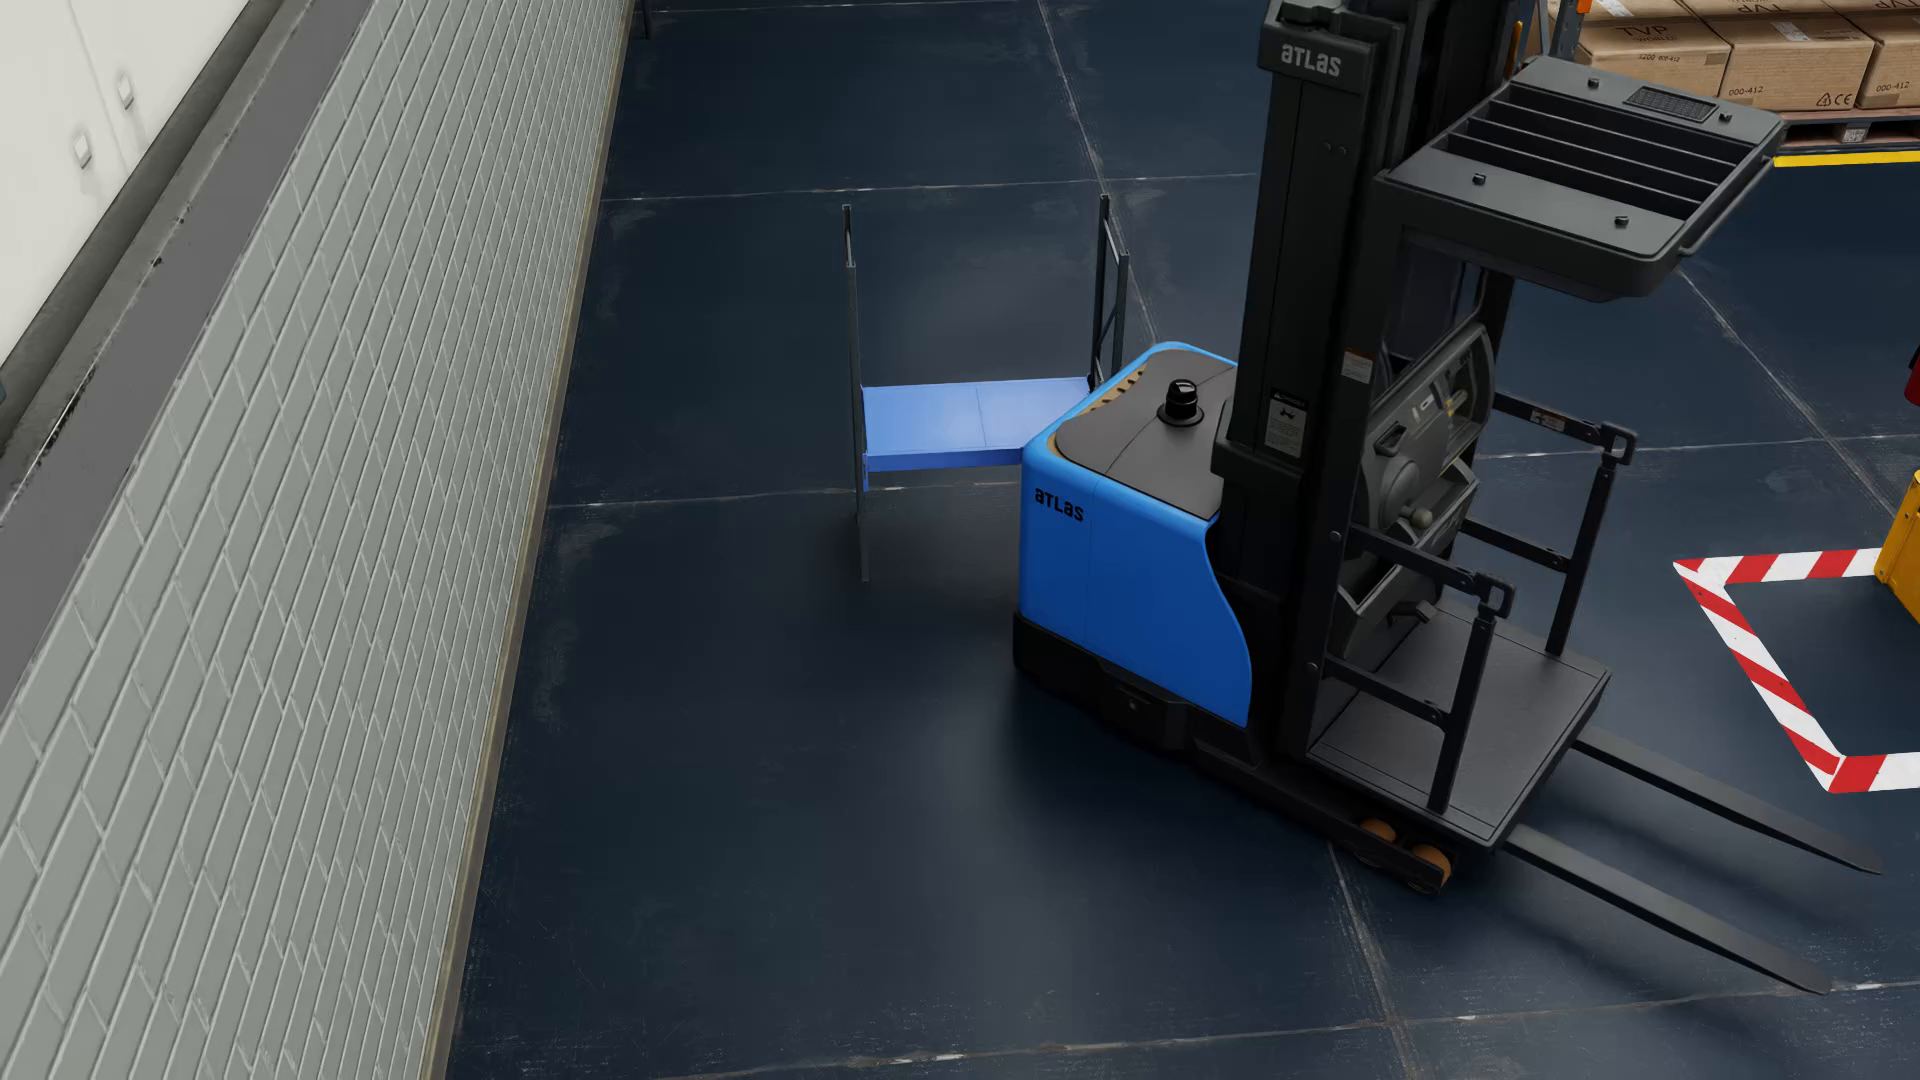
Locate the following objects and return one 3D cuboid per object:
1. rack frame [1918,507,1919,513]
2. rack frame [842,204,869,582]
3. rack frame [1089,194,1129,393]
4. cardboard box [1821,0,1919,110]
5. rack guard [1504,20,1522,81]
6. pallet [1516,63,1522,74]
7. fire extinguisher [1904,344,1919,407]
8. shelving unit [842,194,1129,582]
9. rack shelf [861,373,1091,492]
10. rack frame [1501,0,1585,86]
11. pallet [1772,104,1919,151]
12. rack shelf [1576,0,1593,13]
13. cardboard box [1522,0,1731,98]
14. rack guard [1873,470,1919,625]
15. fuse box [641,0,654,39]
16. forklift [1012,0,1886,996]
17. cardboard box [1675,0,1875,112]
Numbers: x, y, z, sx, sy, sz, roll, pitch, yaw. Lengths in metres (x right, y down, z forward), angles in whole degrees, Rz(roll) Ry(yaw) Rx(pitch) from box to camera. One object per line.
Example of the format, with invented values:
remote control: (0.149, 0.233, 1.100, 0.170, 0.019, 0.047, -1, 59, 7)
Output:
rack frame: (4.029, -0.716, 5.736, 0.127, 3.000, 1.000, -3, 38, -4)
rack frame: (-0.421, -0.566, 6.756, 0.032, 1.500, 0.500, -3, 38, -4)
rack frame: (0.591, -0.621, 6.827, 0.032, 1.500, 0.500, -3, 38, -4)
cardboard box: (5.948, -3.125, 10.519, 0.875, 0.438, 0.875, -4, 38, -5)
rack guard: (3.466, -2.782, 10.372, 0.348, 0.500, 1.175, -3, 38, -4)
pallet: (4.279, -2.762, 10.580, 1.213, 0.211, 1.003, -3, 38, -4)
fire extinguisher: (3.737, -0.810, 6.218, 0.183, 0.674, 0.296, -3, 38, -4)
shelving unit: (0.085, -0.593, 6.791, 1.048, 1.500, 0.538, -3, 38, -4)
rack shelf: (0.085, -0.452, 6.903, 1.000, 0.185, 0.538, -3, 38, -4)
rack frame: (3.490, -3.764, 9.599, 0.127, 3.000, 1.000, -3, 38, -4)
pallet: (5.492, -2.827, 10.662, 1.213, 0.211, 1.003, -3, 38, -4)
rack shelf: (5.482, -3.592, 9.961, 4.000, 0.370, 1.077, -3, 38, -4)
cardboard box: (4.138, -3.021, 10.387, 0.875, 0.438, 0.875, -4, 38, -6)
rack guard: (4.105, 0.261, 6.515, 0.348, 0.500, 1.175, -3, 38, -4)
fuse box: (-2.165, -4.239, 11.241, 0.414, 1.711, 0.539, -3, 38, -4)
forklift: (1.681, -0.315, 5.282, 3.031, 2.935, 1.130, 26, 45, 29)
cardboard box: (5.049, -3.077, 10.457, 0.875, 0.438, 0.875, -2, 38, -3)
